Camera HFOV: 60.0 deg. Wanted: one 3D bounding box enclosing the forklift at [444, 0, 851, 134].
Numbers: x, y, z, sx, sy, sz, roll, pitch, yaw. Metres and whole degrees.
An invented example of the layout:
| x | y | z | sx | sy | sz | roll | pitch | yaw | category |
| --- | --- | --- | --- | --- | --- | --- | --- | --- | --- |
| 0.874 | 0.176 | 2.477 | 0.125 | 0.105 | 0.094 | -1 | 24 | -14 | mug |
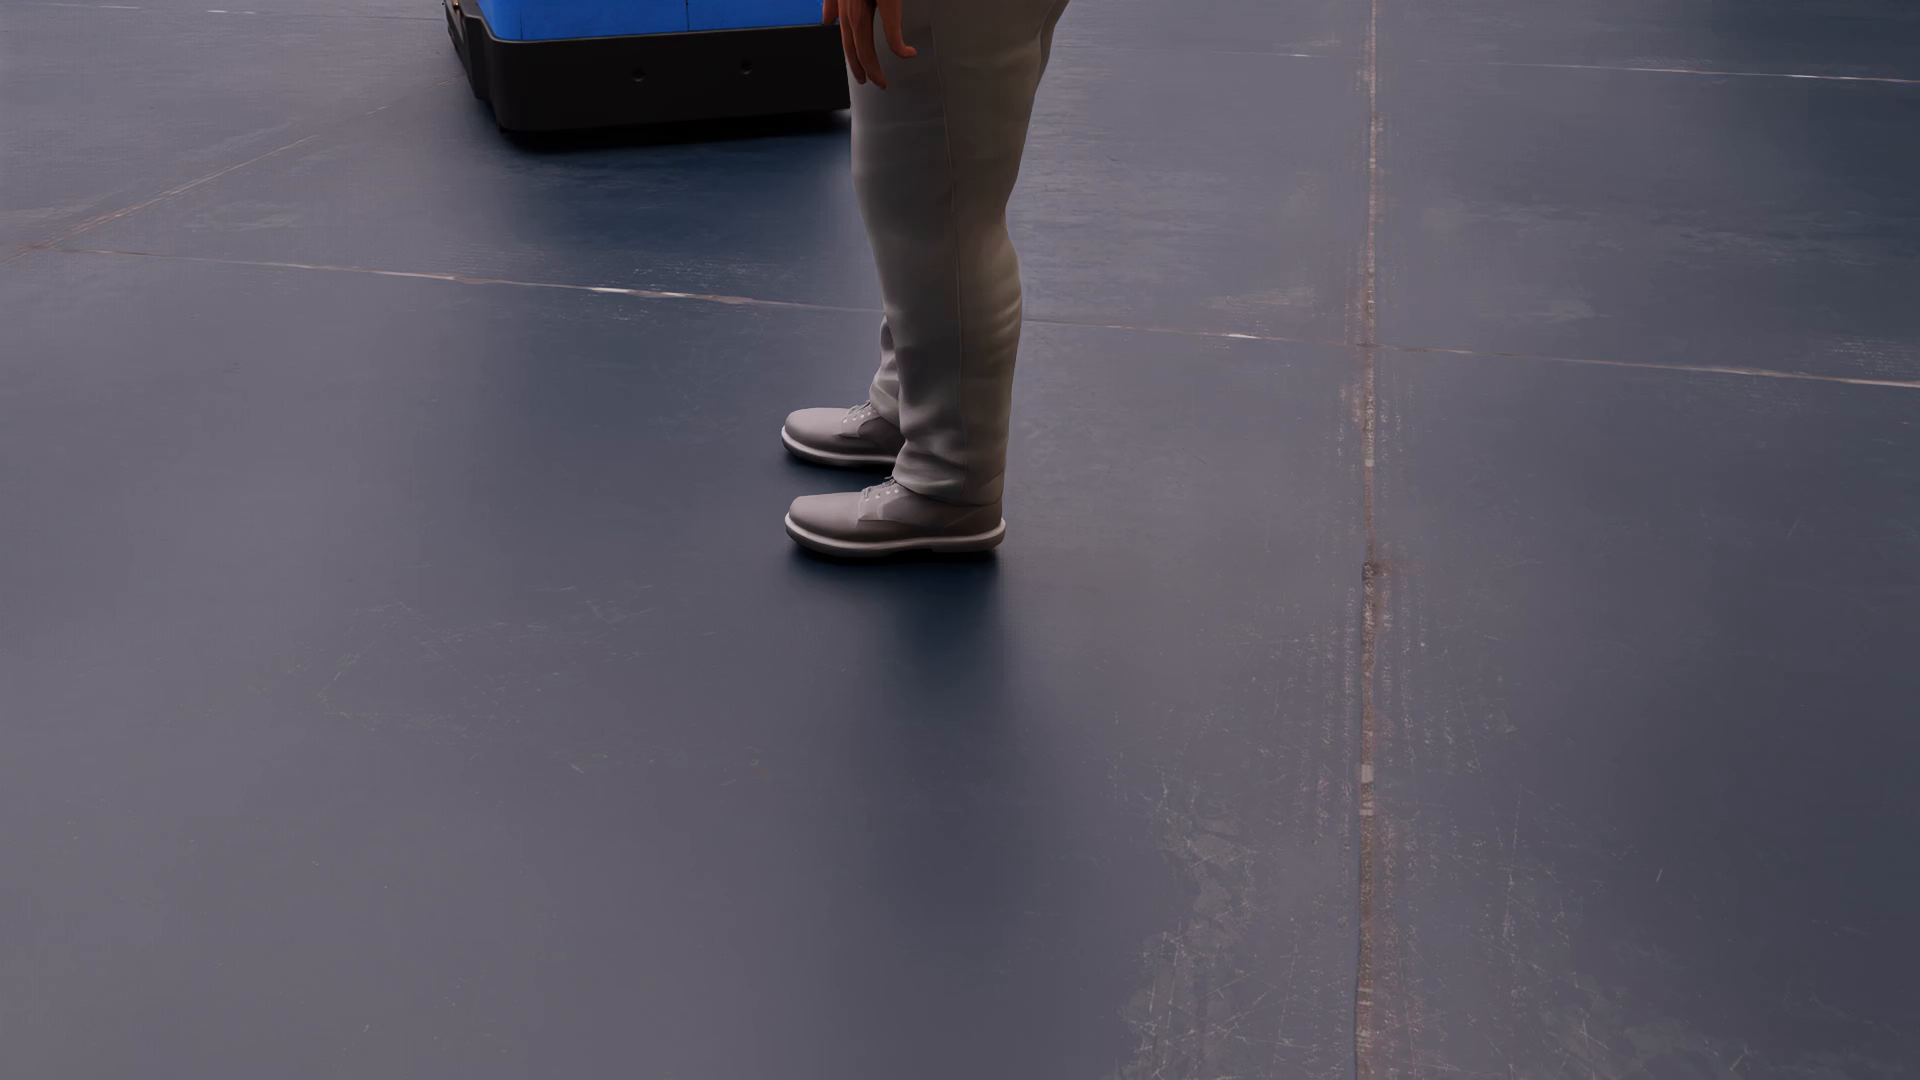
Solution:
| x | y | z | sx | sy | sz | roll | pitch | yaw | category |
| --- | --- | --- | --- | --- | --- | --- | --- | --- | --- |
| -1.237 | -3.072 | 5.334 | 1.130 | 2.935 | 3.031 | -9 | 28 | -17 | forklift |

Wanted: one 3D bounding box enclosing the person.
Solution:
| x | y | z | sx | sy | sz | roll | pitch | yaw | category |
| --- | --- | --- | --- | --- | --- | --- | --- | --- | --- |
| -0.073 | -0.815 | 2.121 | 0.575 | 1.781 | 0.640 | 6 | 27 | 11 | person |
